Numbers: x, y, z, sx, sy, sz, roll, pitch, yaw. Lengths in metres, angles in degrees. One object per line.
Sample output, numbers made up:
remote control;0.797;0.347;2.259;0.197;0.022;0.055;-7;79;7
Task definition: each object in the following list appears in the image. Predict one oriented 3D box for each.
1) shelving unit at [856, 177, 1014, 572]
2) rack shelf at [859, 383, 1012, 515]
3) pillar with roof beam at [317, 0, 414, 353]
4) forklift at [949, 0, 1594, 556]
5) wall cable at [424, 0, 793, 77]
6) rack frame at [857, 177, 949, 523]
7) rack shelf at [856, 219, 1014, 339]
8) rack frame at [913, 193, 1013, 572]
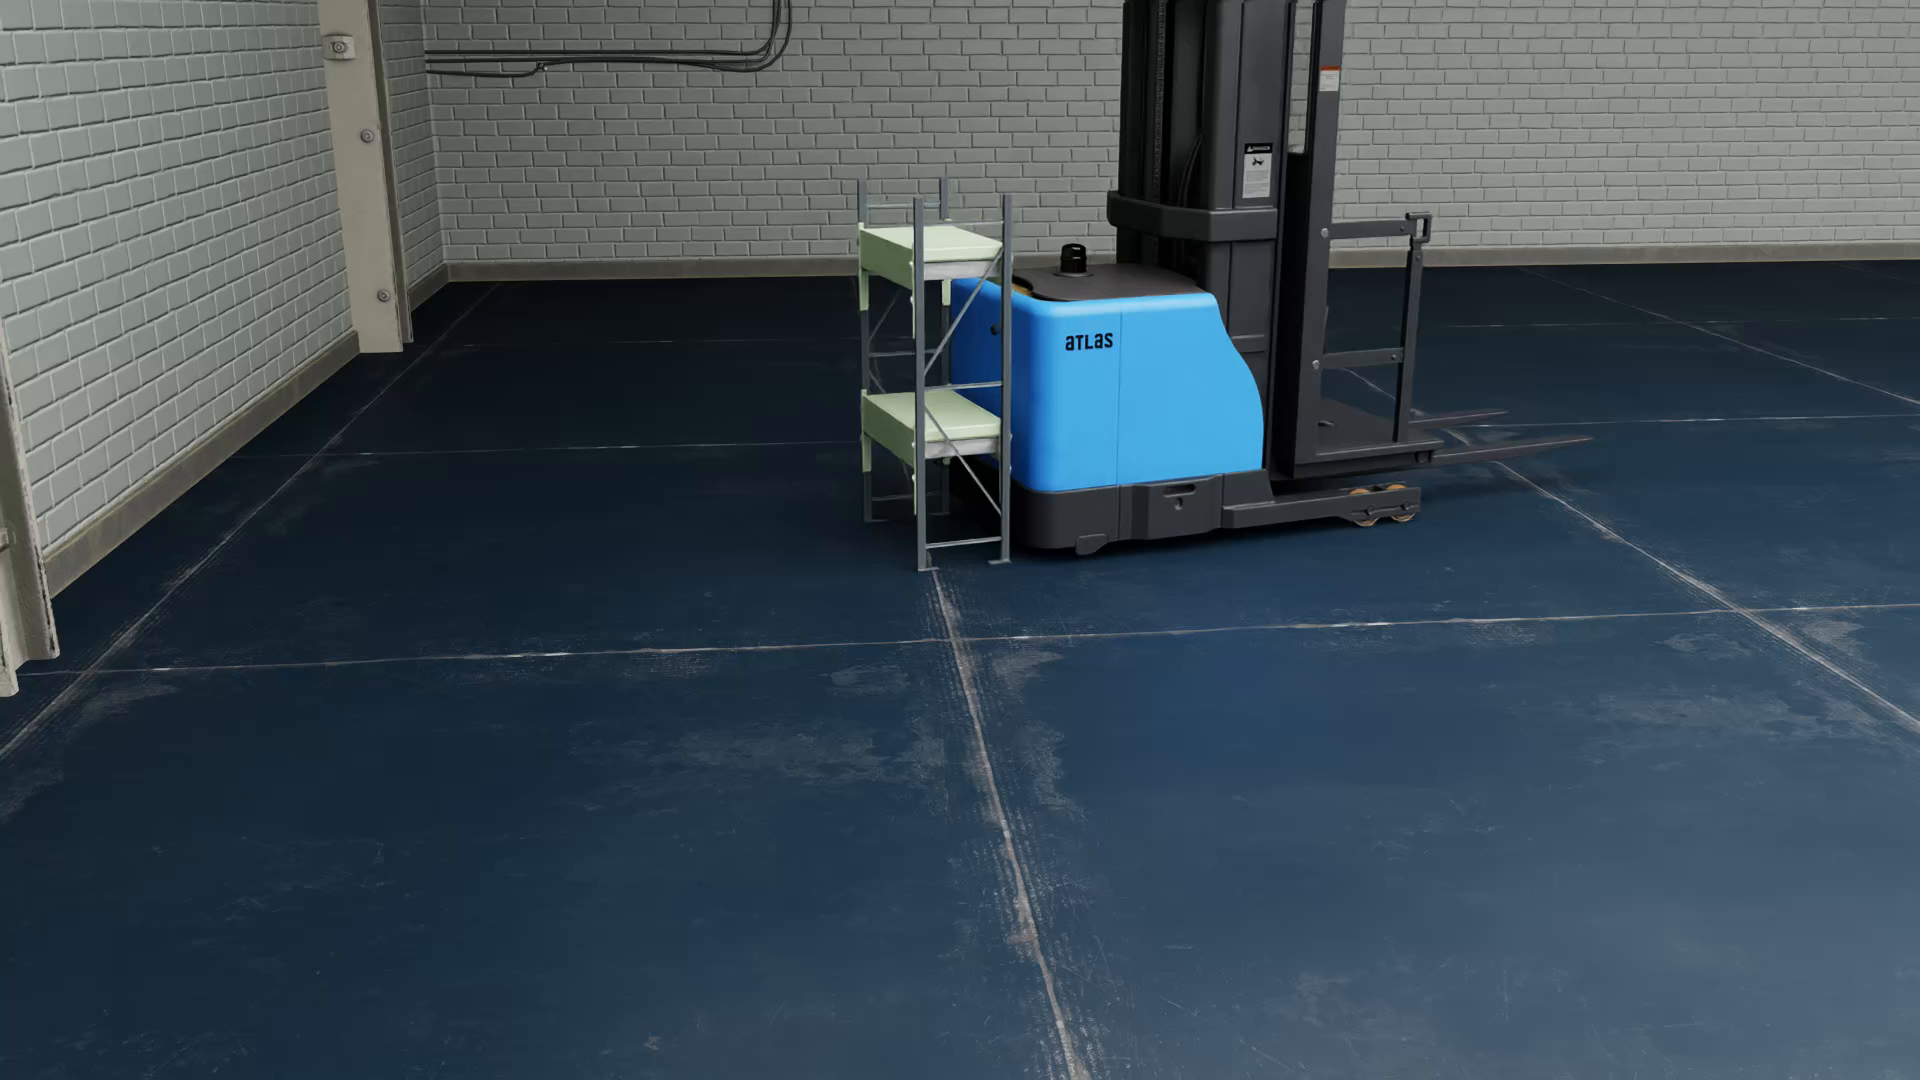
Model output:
shelving unit;-0.114;-0.710;6.935;0.431;1.500;0.755;-6;19;-19
rack shelf;-0.114;-0.399;7.033;0.431;0.370;0.720;-6;19;-19
pillar with roof beam;0.340;-5.750;10.467;9.100;9.000;0.400;-2;18;-6
forklift;1.518;-1.596;7.369;3.031;2.935;1.130;-7;19;-21
wall cable;-2.931;-5.054;13.435;3.097;2.526;0.112;-2;18;-6
rack frame;-0.241;-0.813;7.263;0.400;1.500;0.023;-6;19;-19
rack shelf;-0.114;-1.082;6.818;0.431;0.370;0.720;-6;19;-19
rack frame;0.013;-0.607;6.608;0.400;1.500;0.023;-6;19;-19
